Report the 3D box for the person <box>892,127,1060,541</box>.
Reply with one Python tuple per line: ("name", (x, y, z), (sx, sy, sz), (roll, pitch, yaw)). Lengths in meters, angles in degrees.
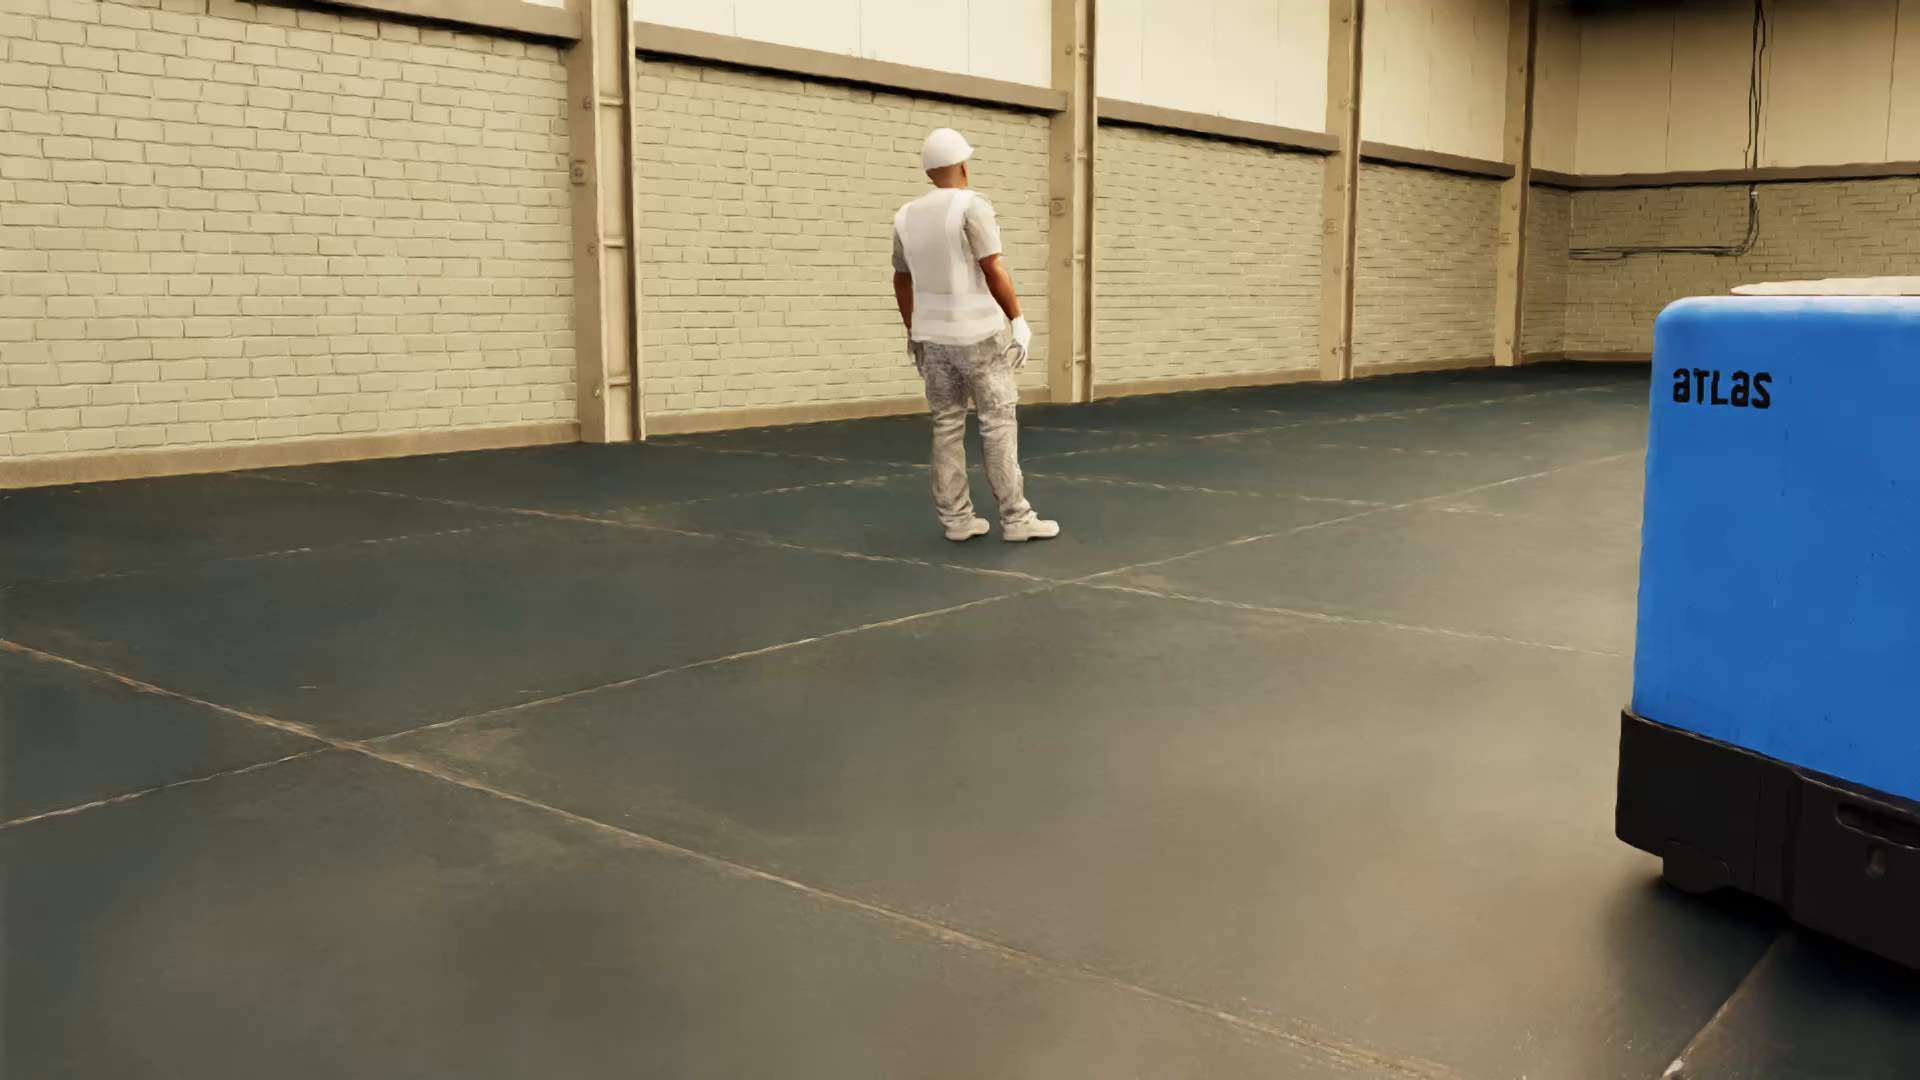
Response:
("person", (0.057, -0.897, 7.332), (0.655, 1.782, 0.558), (7, 11, 38))
